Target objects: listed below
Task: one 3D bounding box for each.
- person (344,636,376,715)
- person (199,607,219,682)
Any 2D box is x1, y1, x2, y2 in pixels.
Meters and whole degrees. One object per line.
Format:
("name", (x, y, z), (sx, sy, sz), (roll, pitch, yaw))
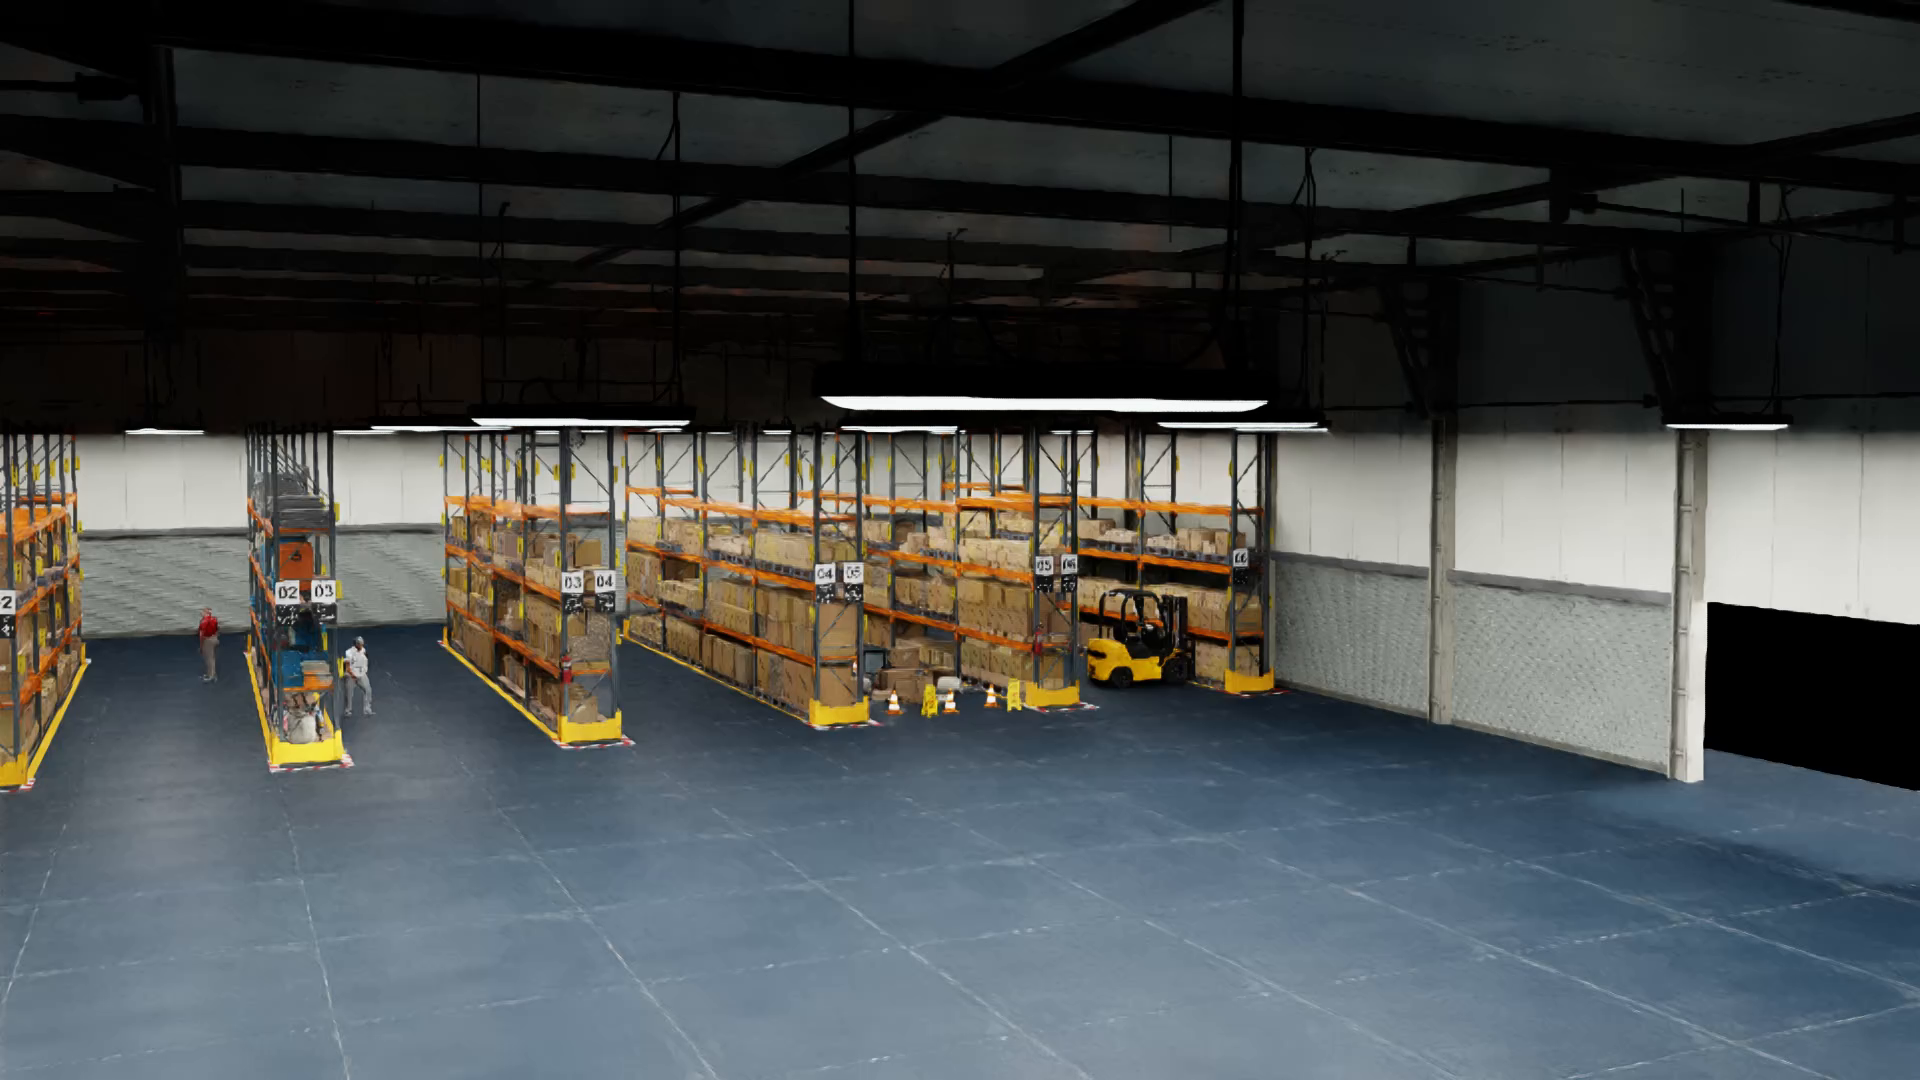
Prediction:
("person", (-12.368, 2.772, 34.121), (0.675, 1.632, 0.608), (3, 5, 43))
("person", (-17.585, 2.418, 38.848), (0.584, 1.723, 0.654), (0, 4, 7))
